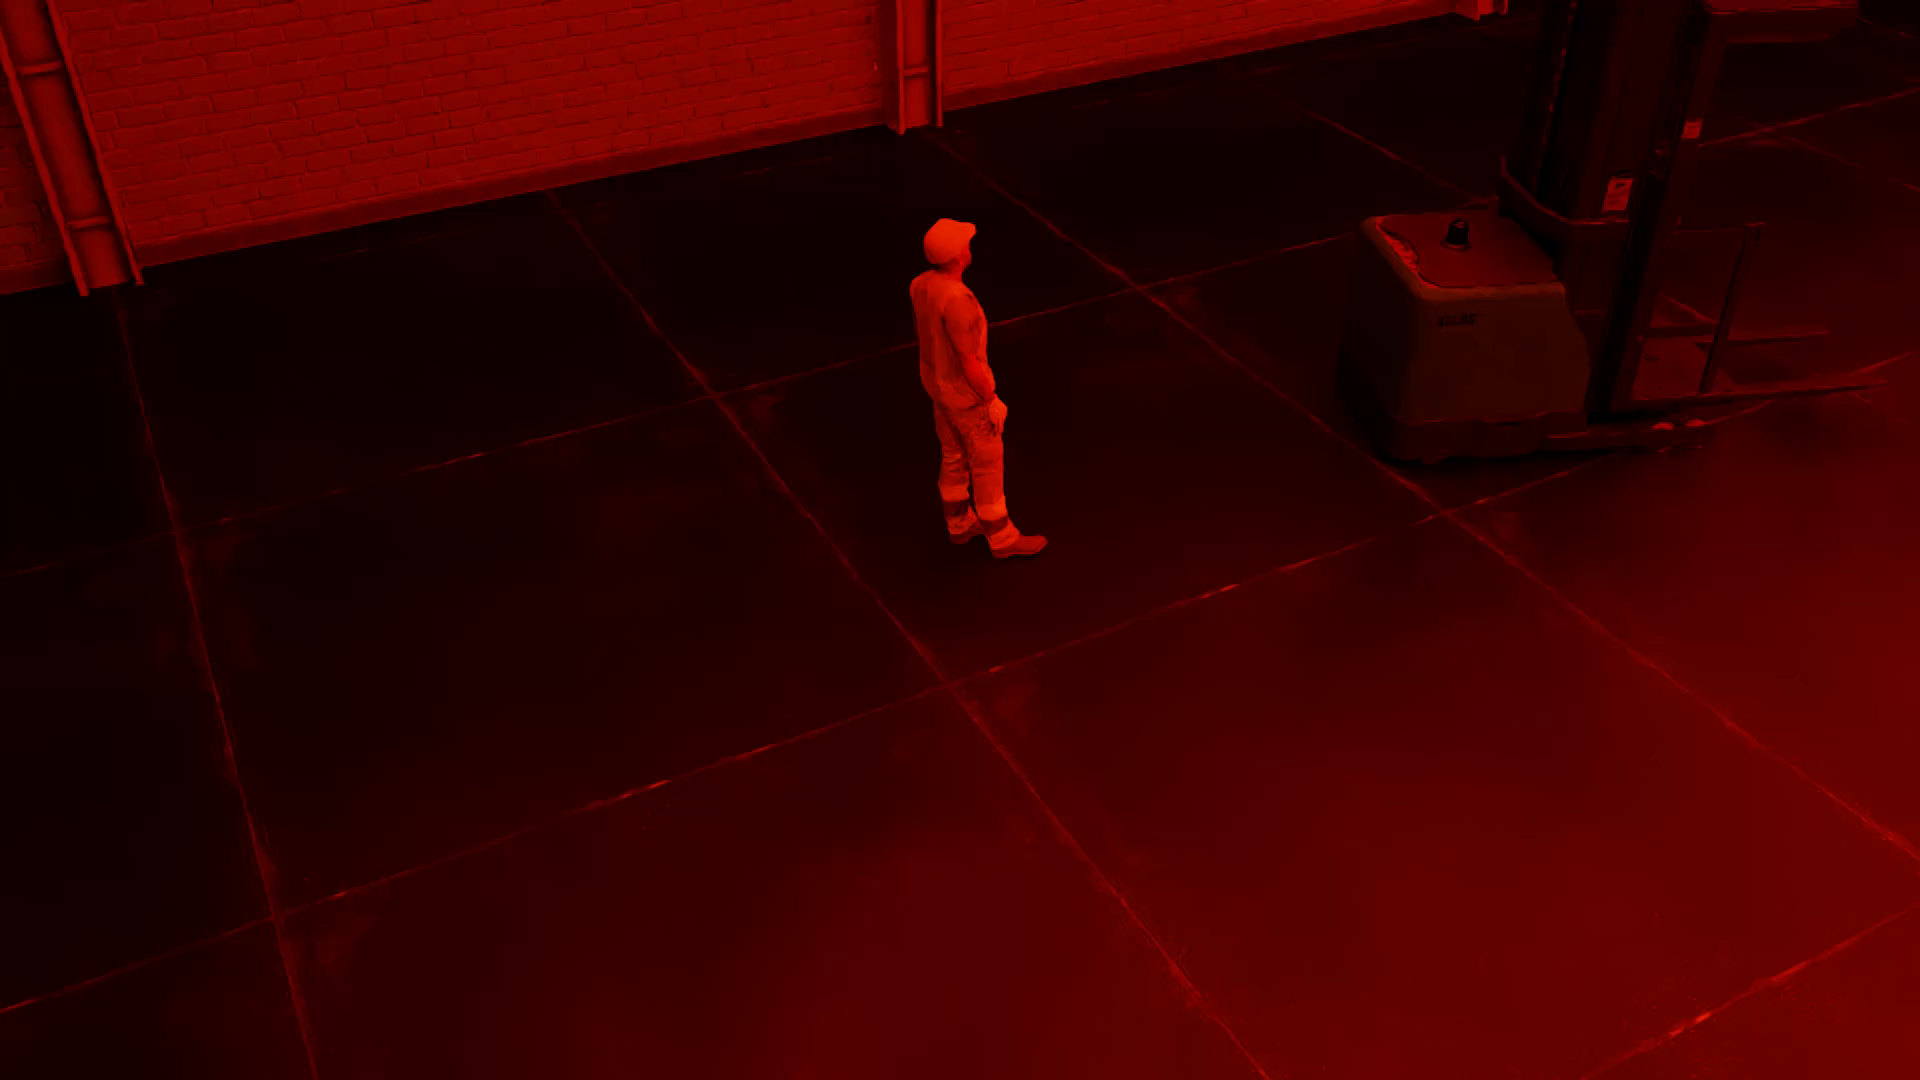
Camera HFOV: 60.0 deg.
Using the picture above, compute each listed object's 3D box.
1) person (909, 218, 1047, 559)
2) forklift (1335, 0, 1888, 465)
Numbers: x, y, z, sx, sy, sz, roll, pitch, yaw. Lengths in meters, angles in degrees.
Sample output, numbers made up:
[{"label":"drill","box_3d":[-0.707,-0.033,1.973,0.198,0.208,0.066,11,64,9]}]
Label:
[{"label":"person","box_3d":[0.076,-0.752,8.165,0.563,1.787,0.637,-17,39,-23]},{"label":"forklift","box_3d":[3.796,-1.993,8.943,3.031,2.935,1.130,-5,36,-7]}]
